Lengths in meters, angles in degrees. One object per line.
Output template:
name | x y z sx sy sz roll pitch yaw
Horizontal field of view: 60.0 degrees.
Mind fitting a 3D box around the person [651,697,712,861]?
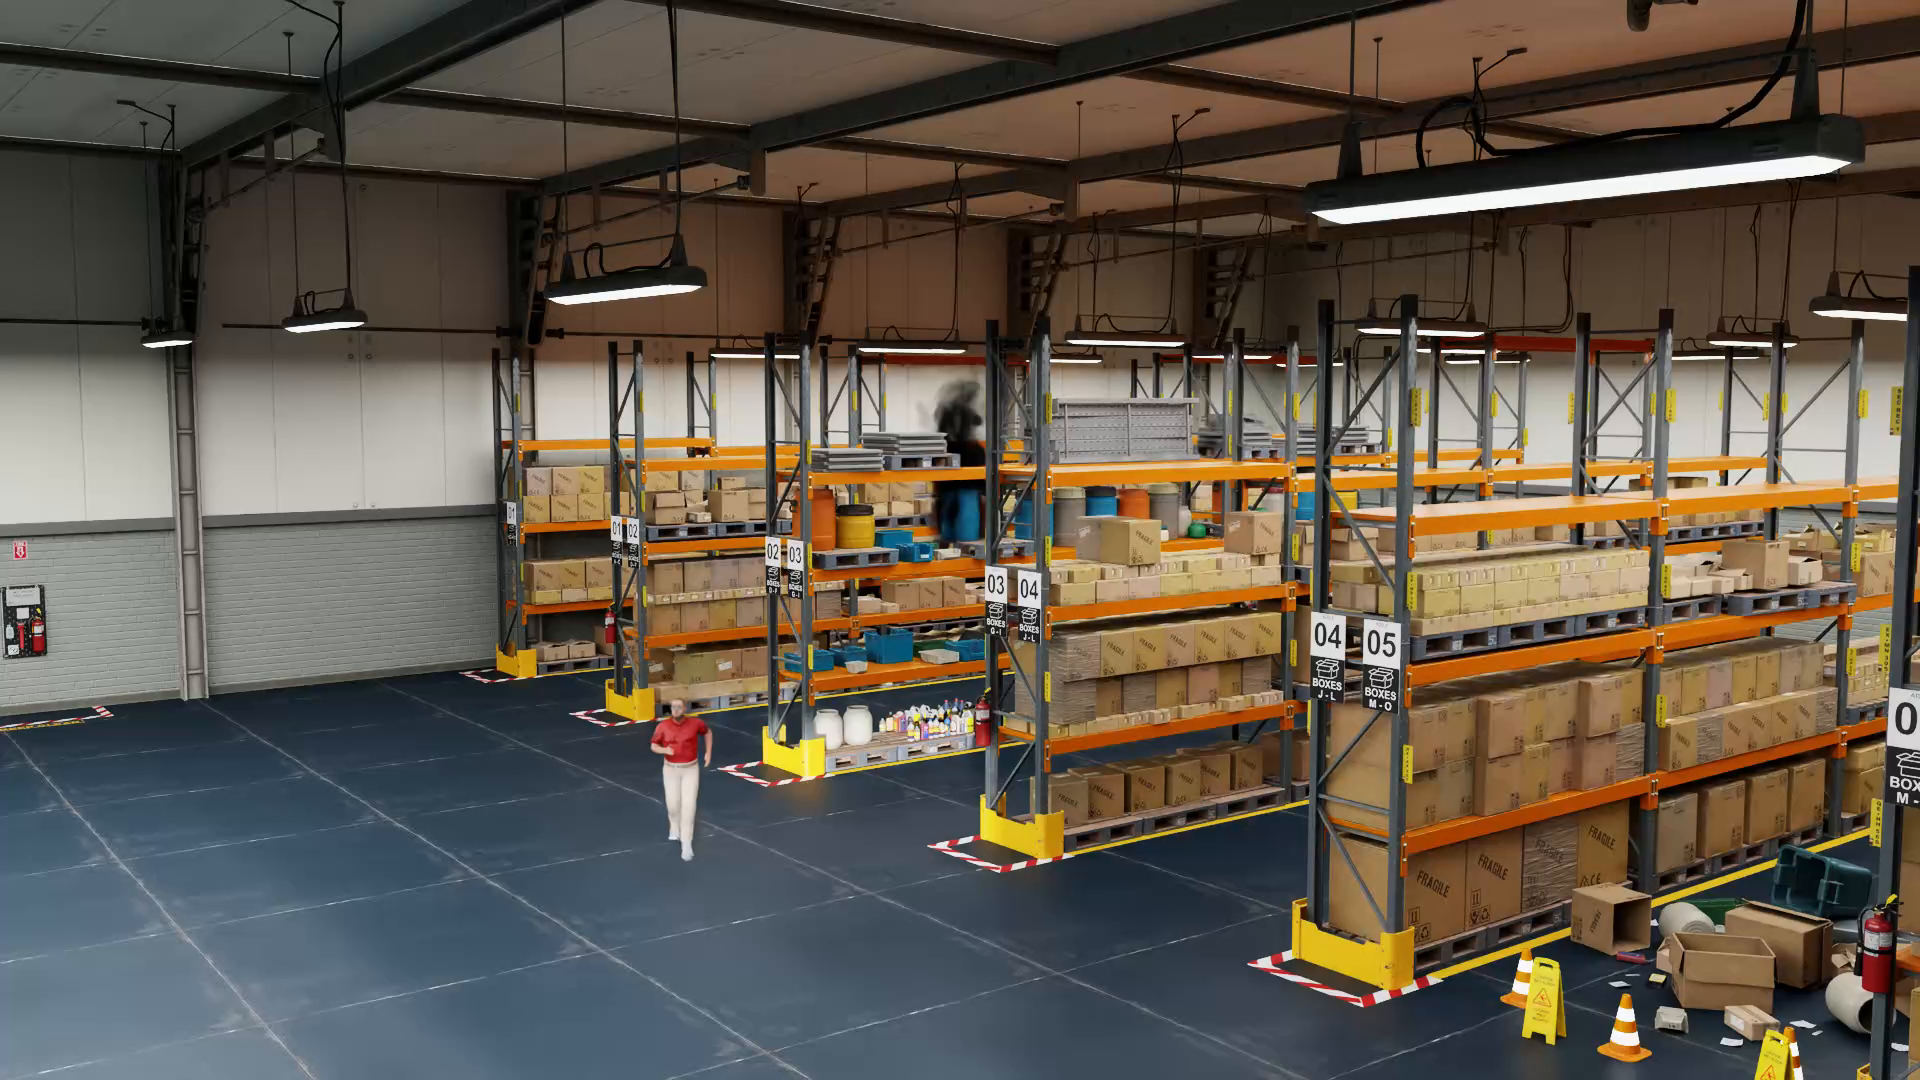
person | -3.163 2.652 18.845 0.669 1.740 0.977 0 5 -4

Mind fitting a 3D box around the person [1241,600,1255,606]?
person | 5.256 1.490 31.889 0.670 1.732 0.626 5 7 43
